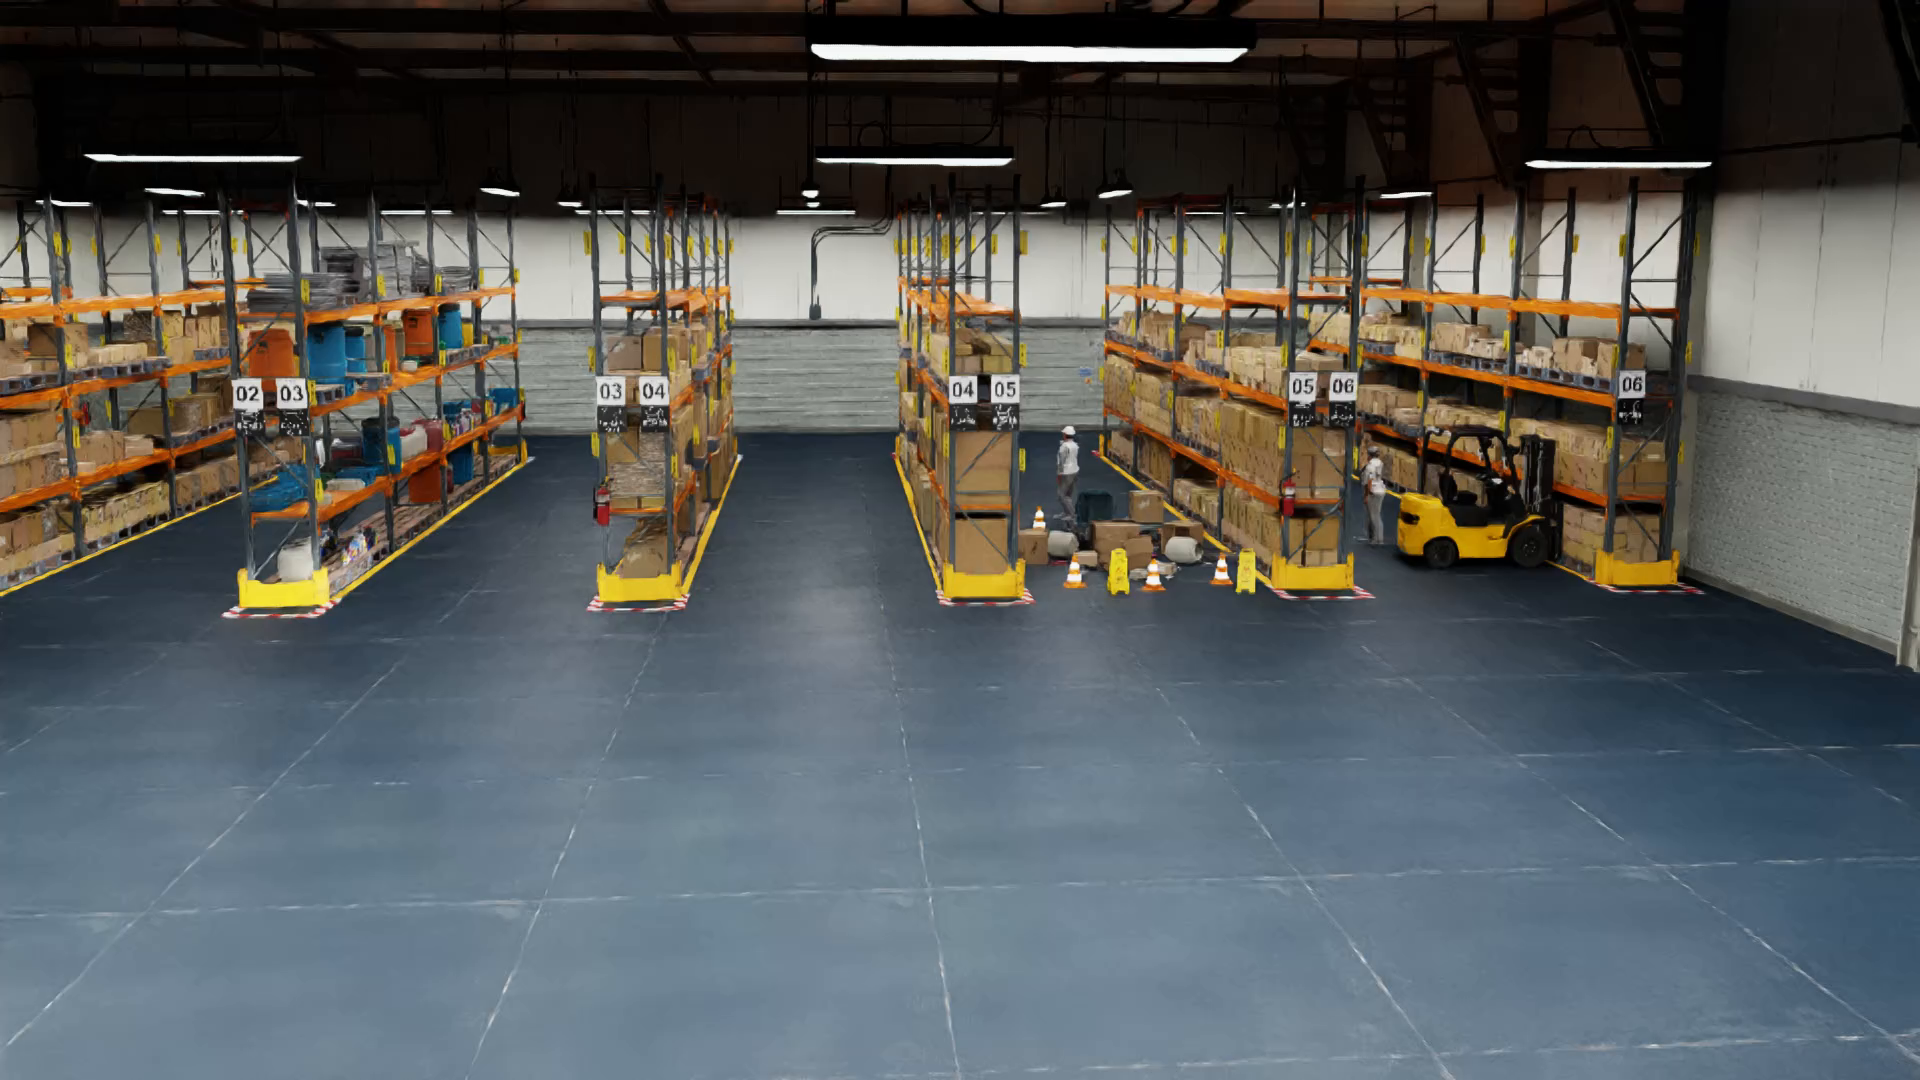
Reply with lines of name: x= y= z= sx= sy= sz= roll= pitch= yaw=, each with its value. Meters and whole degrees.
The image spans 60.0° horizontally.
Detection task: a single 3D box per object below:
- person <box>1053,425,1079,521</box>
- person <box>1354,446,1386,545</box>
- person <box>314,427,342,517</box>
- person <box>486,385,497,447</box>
person: x=1.938 y=-1.215 z=30.414 sx=0.567 sy=1.767 sz=0.628 roll=5 pitch=11 yaw=26
person: x=6.975 y=-0.771 z=28.229 sx=0.556 sy=1.659 sz=0.598 roll=5 pitch=11 yaw=26
person: x=-11.800 y=-1.309 z=31.128 sx=0.566 sy=1.706 sz=1.122 roll=0 pitch=10 yaw=-2
person: x=-11.798 y=-3.107 z=41.722 sx=0.467 sy=1.589 sz=0.472 roll=-9 pitch=14 yaw=-43
